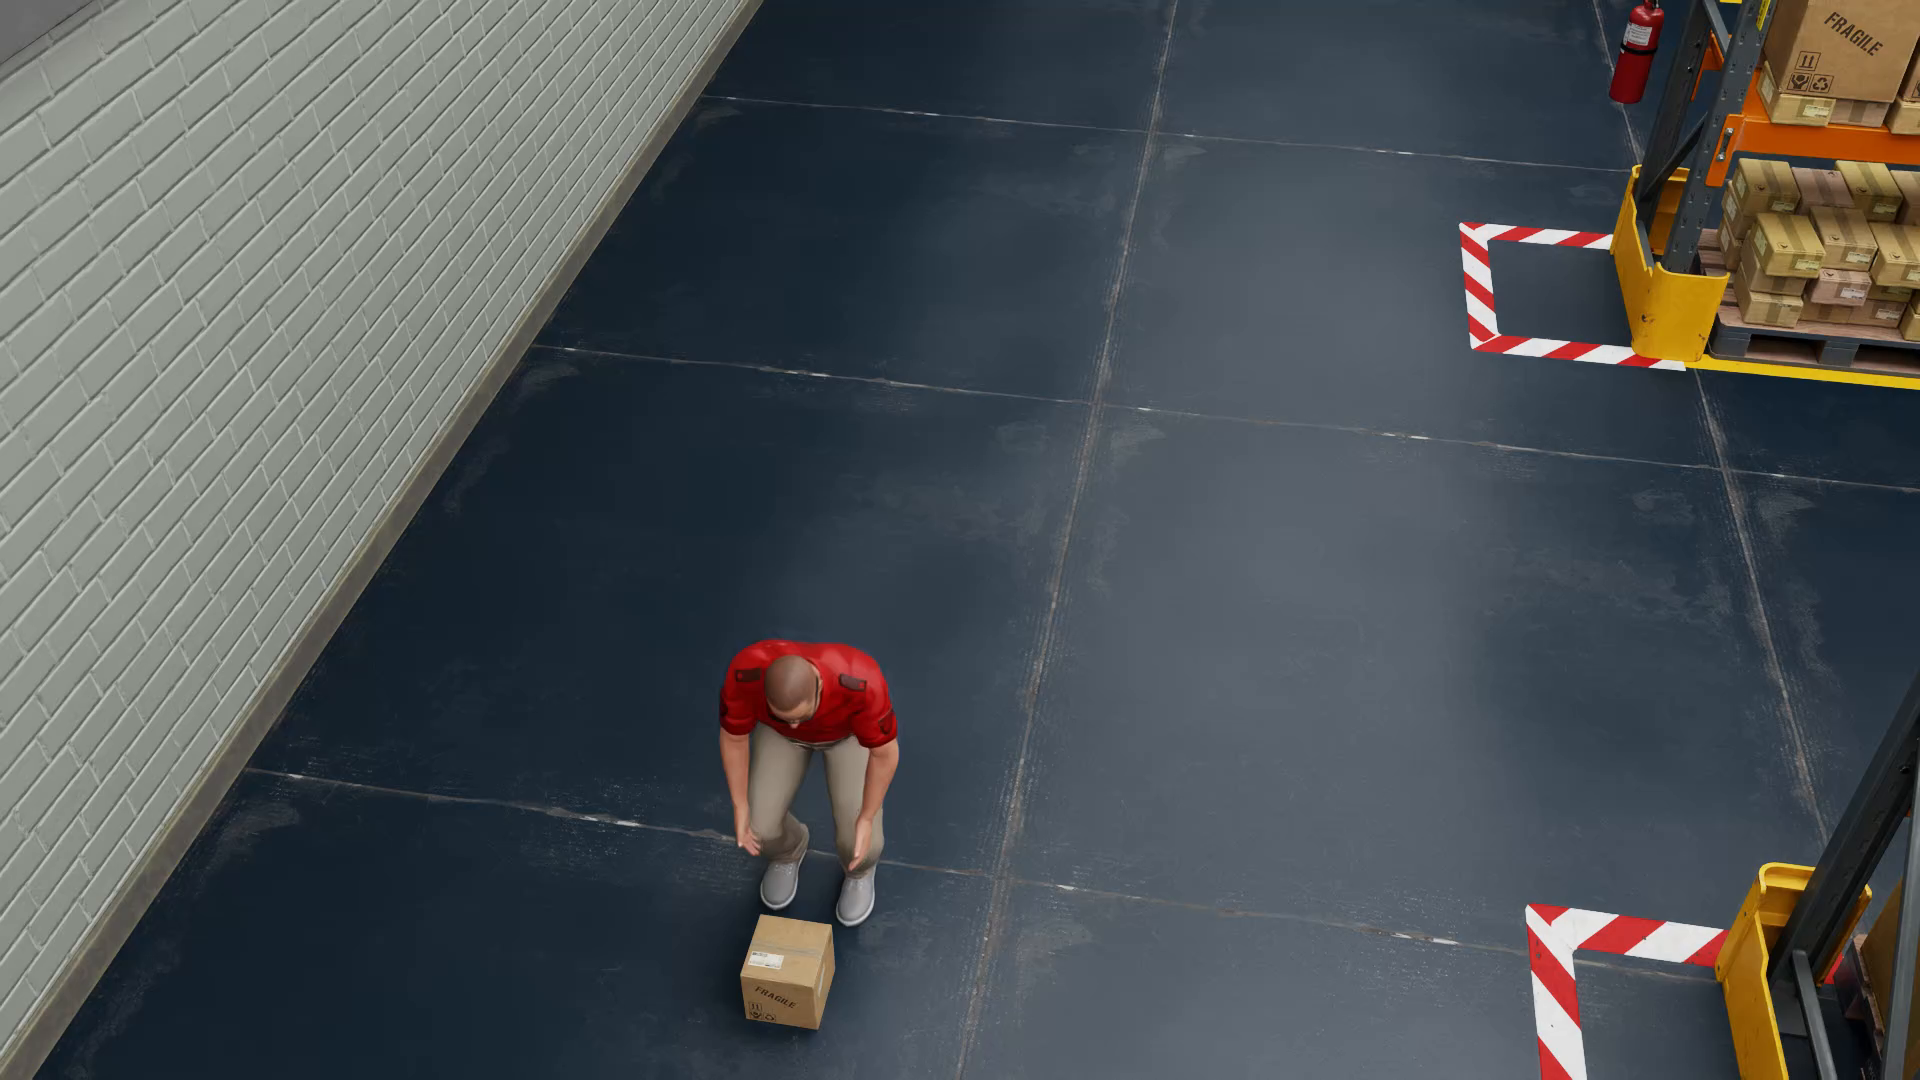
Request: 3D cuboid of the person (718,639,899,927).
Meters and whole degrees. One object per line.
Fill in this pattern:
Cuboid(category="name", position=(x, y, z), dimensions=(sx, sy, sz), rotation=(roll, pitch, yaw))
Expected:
Cuboid(category="person", position=(-0.469, 0.737, 5.555), dimensions=(0.590, 1.409, 0.707), rotation=(7, 41, 8))
